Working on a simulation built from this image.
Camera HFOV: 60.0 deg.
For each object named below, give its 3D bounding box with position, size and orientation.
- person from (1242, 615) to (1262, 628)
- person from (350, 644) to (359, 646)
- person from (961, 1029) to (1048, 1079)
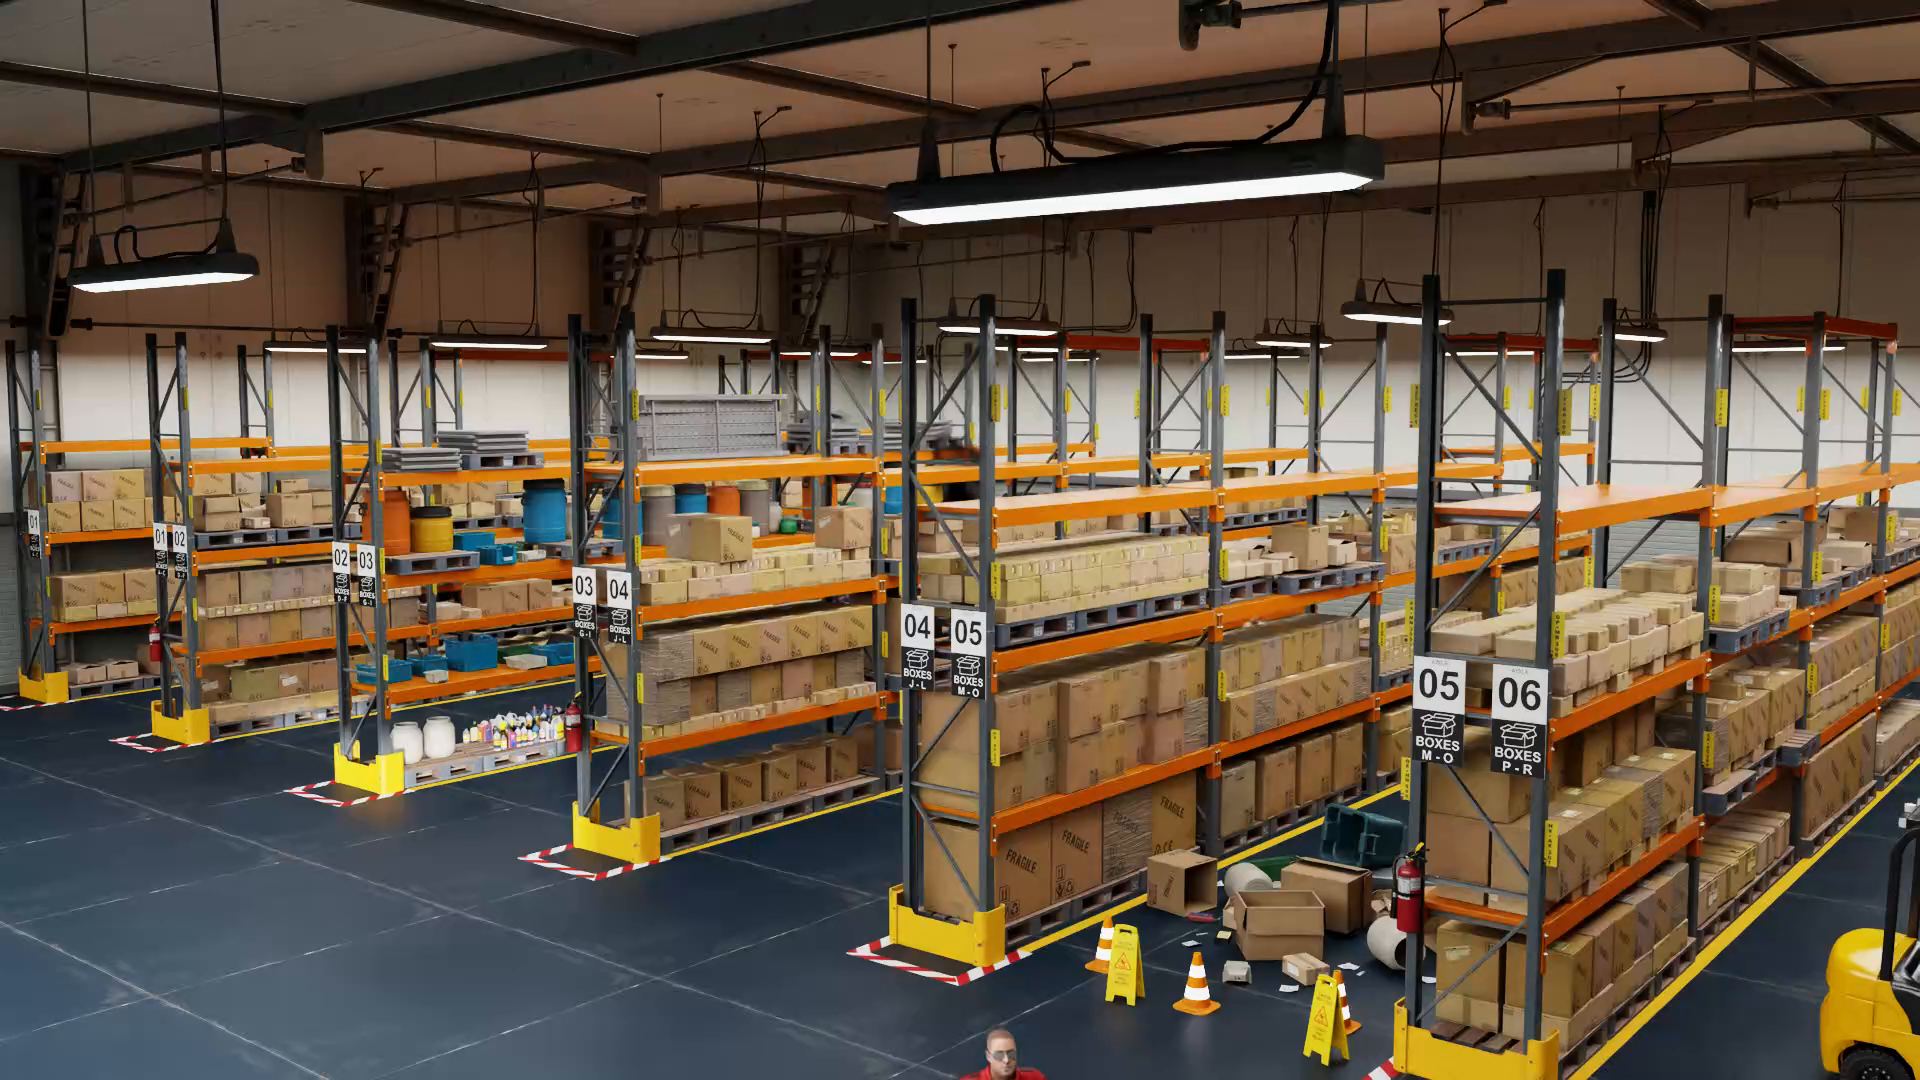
[{"bbox_3d":[4.722,1.910,26.586,0.682,1.757,0.584,4,7,39],"label":"person"},{"bbox_3d":[-10.610,1.686,29.339,0.518,1.696,0.887,3,6,31],"label":"person"},{"bbox_3d":[0.230,3.513,9.028,0.663,1.710,0.647,0,5,-4],"label":"person"}]
